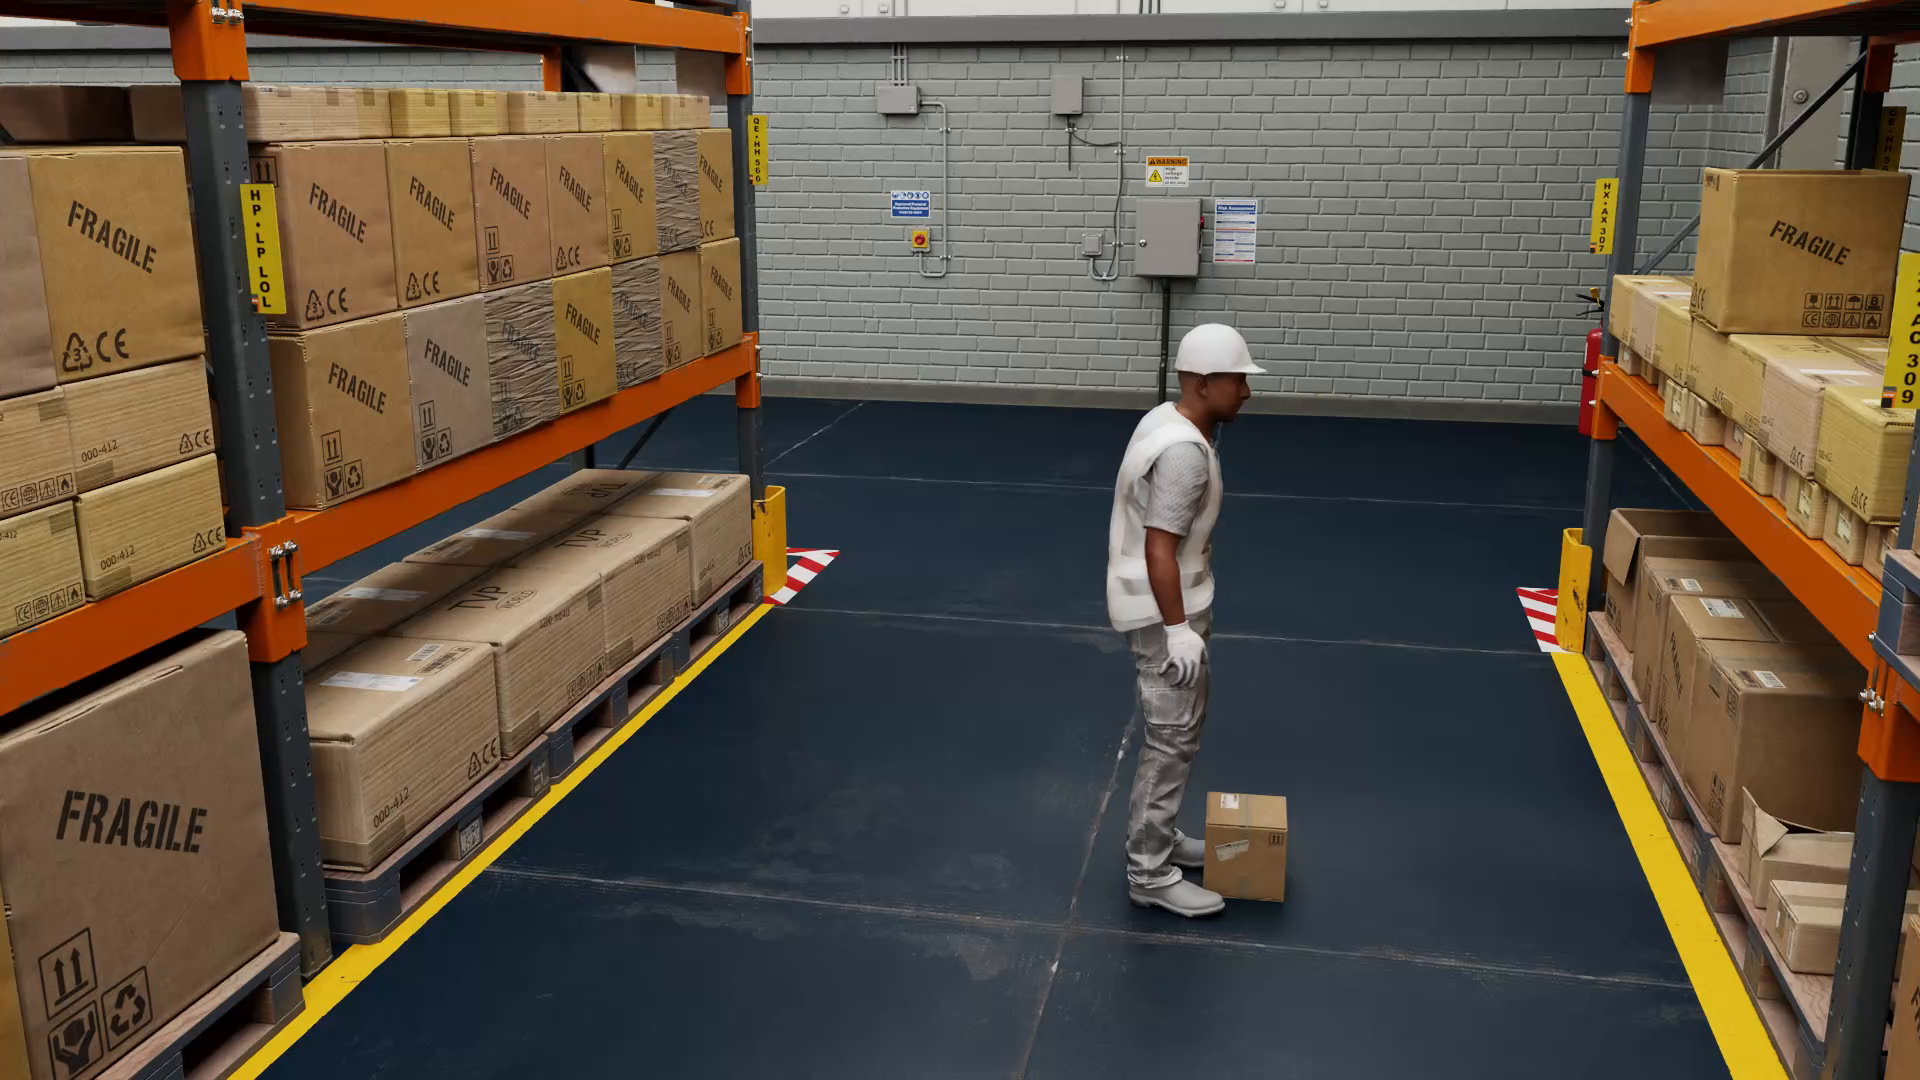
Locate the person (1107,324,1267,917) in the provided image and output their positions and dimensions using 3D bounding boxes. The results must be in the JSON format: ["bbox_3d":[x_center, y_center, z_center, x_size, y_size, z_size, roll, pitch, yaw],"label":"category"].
[{"bbox_3d":[0.680,0.226,5.116,0.454,1.774,0.624,3,15,10],"label":"person"}]
